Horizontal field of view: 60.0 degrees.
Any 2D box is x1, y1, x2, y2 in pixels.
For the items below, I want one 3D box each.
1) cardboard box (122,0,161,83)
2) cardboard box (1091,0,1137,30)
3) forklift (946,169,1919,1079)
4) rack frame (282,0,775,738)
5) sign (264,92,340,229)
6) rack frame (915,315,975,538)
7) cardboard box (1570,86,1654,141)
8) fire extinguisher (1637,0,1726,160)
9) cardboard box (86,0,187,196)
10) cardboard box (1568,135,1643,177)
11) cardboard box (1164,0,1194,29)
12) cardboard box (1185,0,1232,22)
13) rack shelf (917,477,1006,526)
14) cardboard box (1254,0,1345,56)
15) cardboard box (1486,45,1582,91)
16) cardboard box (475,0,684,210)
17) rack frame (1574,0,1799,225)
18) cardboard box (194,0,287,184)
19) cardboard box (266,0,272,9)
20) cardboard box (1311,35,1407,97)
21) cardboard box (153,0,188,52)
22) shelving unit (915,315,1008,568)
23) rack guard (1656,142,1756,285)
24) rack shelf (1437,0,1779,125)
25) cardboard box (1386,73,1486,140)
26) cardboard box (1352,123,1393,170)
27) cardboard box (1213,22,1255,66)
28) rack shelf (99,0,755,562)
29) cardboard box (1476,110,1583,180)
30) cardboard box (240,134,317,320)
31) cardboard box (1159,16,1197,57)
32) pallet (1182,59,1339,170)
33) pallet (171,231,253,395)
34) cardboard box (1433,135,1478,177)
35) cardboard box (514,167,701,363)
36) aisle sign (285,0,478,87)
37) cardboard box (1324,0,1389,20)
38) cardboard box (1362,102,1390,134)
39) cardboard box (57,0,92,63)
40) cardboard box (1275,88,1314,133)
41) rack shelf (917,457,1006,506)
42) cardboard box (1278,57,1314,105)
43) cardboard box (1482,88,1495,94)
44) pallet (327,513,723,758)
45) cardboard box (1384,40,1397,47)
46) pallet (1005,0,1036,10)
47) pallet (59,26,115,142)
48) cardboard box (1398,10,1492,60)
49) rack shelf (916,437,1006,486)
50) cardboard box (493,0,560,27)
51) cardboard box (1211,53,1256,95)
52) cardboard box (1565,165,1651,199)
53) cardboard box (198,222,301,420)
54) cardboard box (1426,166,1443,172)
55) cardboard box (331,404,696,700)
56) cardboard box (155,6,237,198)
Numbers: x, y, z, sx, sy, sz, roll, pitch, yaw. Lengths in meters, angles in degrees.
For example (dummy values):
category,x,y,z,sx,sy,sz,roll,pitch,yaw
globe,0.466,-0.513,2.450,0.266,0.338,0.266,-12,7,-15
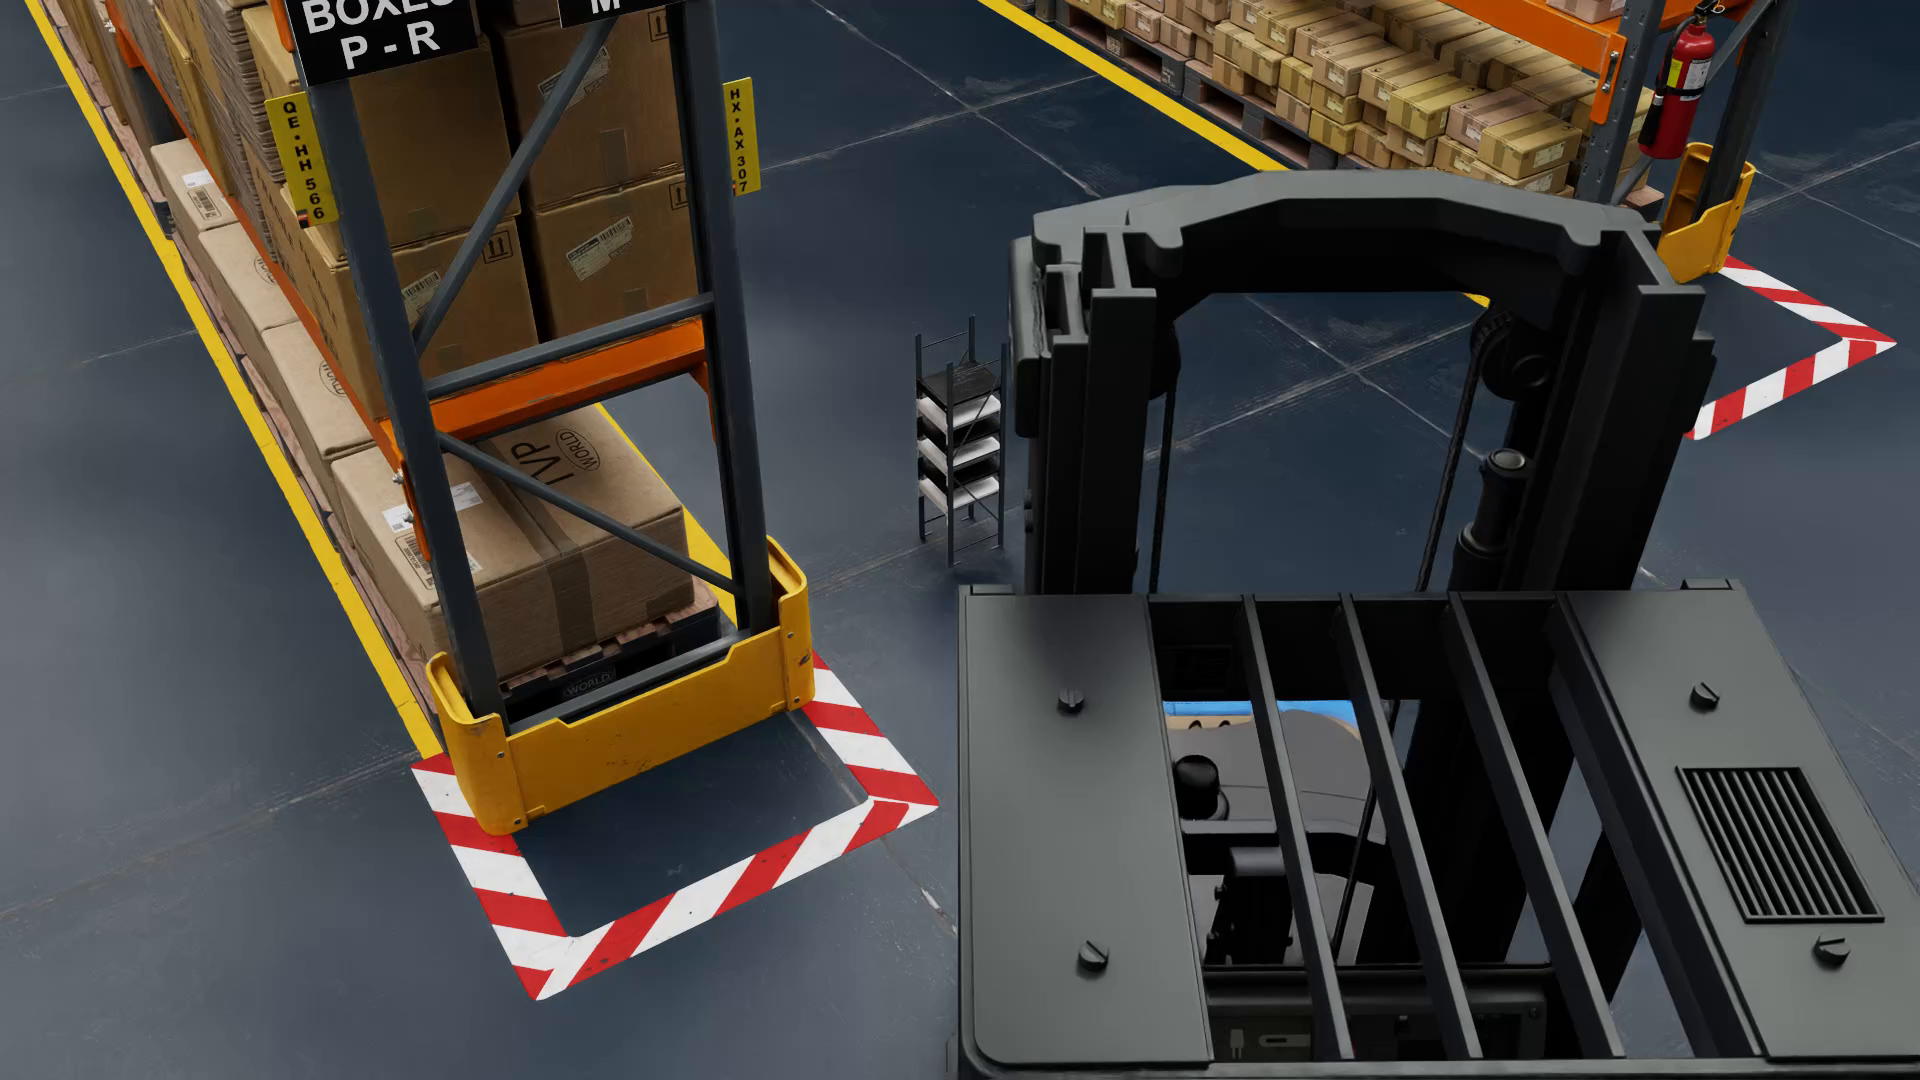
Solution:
category,x,y,z,sx,sy,sz,roll,pitch,yaw
cardboard box,-2.915,-2.106,6.356,0.500,0.500,0.500,-22,45,-24
cardboard box,0.974,-3.058,9.476,0.380,0.149,0.250,-21,44,-23
forklift,0.541,1.041,2.711,1.130,2.935,3.031,0,40,0
rack frame,-1.063,-0.525,4.537,1.000,3.000,0.127,-22,45,-24
sign,-1.528,-0.882,3.875,0.100,0.325,0.005,-22,45,-24
rack frame,-0.050,-0.396,6.023,0.240,0.900,0.006,-22,45,-24
cardboard box,3.061,-1.978,7.715,0.380,0.149,0.250,-24,46,-26
fire extinguisher,2.803,-1.816,6.438,0.296,0.674,0.183,-22,45,-24
cardboard box,-3.614,-2.336,8.042,0.875,0.875,0.875,-21,44,-23
cardboard box,2.991,-1.835,7.776,0.380,0.149,0.250,-20,44,-23
cardboard box,1.347,-2.946,9.108,0.380,0.149,0.250,-25,46,-26
cardboard box,1.419,-2.893,8.813,0.380,0.149,0.250,-21,44,-24
rack shelf,0.004,-0.177,6.093,0.258,0.077,0.200,-22,45,-24
cardboard box,1.735,-2.628,8.494,0.380,0.149,0.250,-22,45,-24
cardboard box,2.784,-2.265,8.060,0.380,0.149,0.250,-22,45,-25
cardboard box,-1.081,-1.305,4.614,0.500,0.500,0.500,-23,45,-25
rack frame,3.057,-2.284,6.647,1.000,3.000,0.127,-22,45,-24
cardboard box,-1.828,-1.398,4.725,0.500,0.500,0.500,-22,45,-24
cardboard box,-1.581,-1.450,4.282,0.380,0.149,0.250,-21,44,-24
cardboard box,1.948,-2.316,8.120,0.380,0.149,0.250,-21,44,-23
cardboard box,-2.360,-1.938,5.374,0.500,0.500,0.500,-23,45,-25
shelving unit,0.004,-0.341,5.957,0.258,0.900,0.210,-22,45,-24
rack guard,3.016,-1.364,7.497,1.175,0.500,0.348,-22,45,-24
rack shelf,1.981,-3.087,8.173,1.077,0.370,4.000,-22,45,-24
cardboard box,2.225,-2.028,7.775,0.380,0.149,0.250,-23,45,-25
cardboard box,2.161,-1.967,8.166,0.380,0.149,0.250,-22,44,-24
cardboard box,1.557,-2.631,8.731,0.380,0.149,0.250,-23,45,-25
rack shelf,-2.138,-1.328,6.063,1.077,0.370,4.000,-22,45,-24
cardboard box,2.558,-1.777,7.473,0.380,0.149,0.250,-22,44,-24
cardboard box,-1.802,-1.009,5.040,0.500,0.500,0.500,-23,45,-25
cardboard box,1.330,-2.822,9.192,0.380,0.149,0.250,-23,45,-25
pallet,1.957,-2.362,8.919,1.003,0.211,1.213,-22,45,-24
pallet,-2.871,-1.176,7.496,1.003,0.211,1.213,-22,45,-24
cardboard box,2.437,-1.810,7.746,0.380,0.149,0.250,-23,45,-25
cardboard box,-1.079,-0.921,4.935,0.500,0.500,0.500,-23,45,-25
aisle sign,-1.285,-1.378,3.530,0.394,0.787,0.004,-22,45,-24
cardboard box,2.121,-2.784,8.682,0.380,0.149,0.250,-22,45,-24
cardboard box,2.194,-2.111,8.107,0.380,0.149,0.250,-23,45,-25
cardboard box,-4.587,-3.304,9.203,0.875,0.875,0.875,-22,44,-24
cardboard box,1.841,-2.238,8.491,0.380,0.149,0.250,-21,44,-24
rack shelf,0.004,-0.247,6.036,0.258,0.077,0.200,-22,45,-24
cardboard box,1.840,-2.350,8.394,0.380,0.149,0.250,-20,44,-22
cardboard box,2.685,-2.104,8.098,0.380,0.149,0.250,-22,44,-24
pallet,-1.559,0.141,5.915,1.003,0.211,1.213,-22,45,-24
cardboard box,2.236,-2.523,8.601,0.380,0.149,0.250,-20,44,-22
pallet,0.486,-3.791,10.635,1.003,0.211,1.213,-22,45,-24
pallet,-4.352,-2.663,9.280,1.003,0.211,1.213,-22,45,-24
cardboard box,2.440,-2.524,8.370,0.380,0.149,0.250,-20,44,-23
rack shelf,0.004,-0.316,5.978,0.258,0.077,0.200,-22,45,-24
cardboard box,-1.020,-1.484,4.322,0.380,0.149,0.250,-21,44,-24
cardboard box,1.563,-2.515,8.824,0.380,0.149,0.250,-23,45,-26
cardboard box,3.045,-1.743,7.897,0.380,0.149,0.250,-21,44,-24
cardboard box,-2.484,-1.002,6.783,0.875,0.438,0.875,-24,45,-26
cardboard box,2.374,-1.666,7.805,0.380,0.149,0.250,-21,44,-23
cardboard box,-1.502,-0.024,5.609,0.875,0.438,0.875,-24,45,-26
cardboard box,-2.376,-1.557,5.698,0.500,0.500,0.500,-21,44,-23
